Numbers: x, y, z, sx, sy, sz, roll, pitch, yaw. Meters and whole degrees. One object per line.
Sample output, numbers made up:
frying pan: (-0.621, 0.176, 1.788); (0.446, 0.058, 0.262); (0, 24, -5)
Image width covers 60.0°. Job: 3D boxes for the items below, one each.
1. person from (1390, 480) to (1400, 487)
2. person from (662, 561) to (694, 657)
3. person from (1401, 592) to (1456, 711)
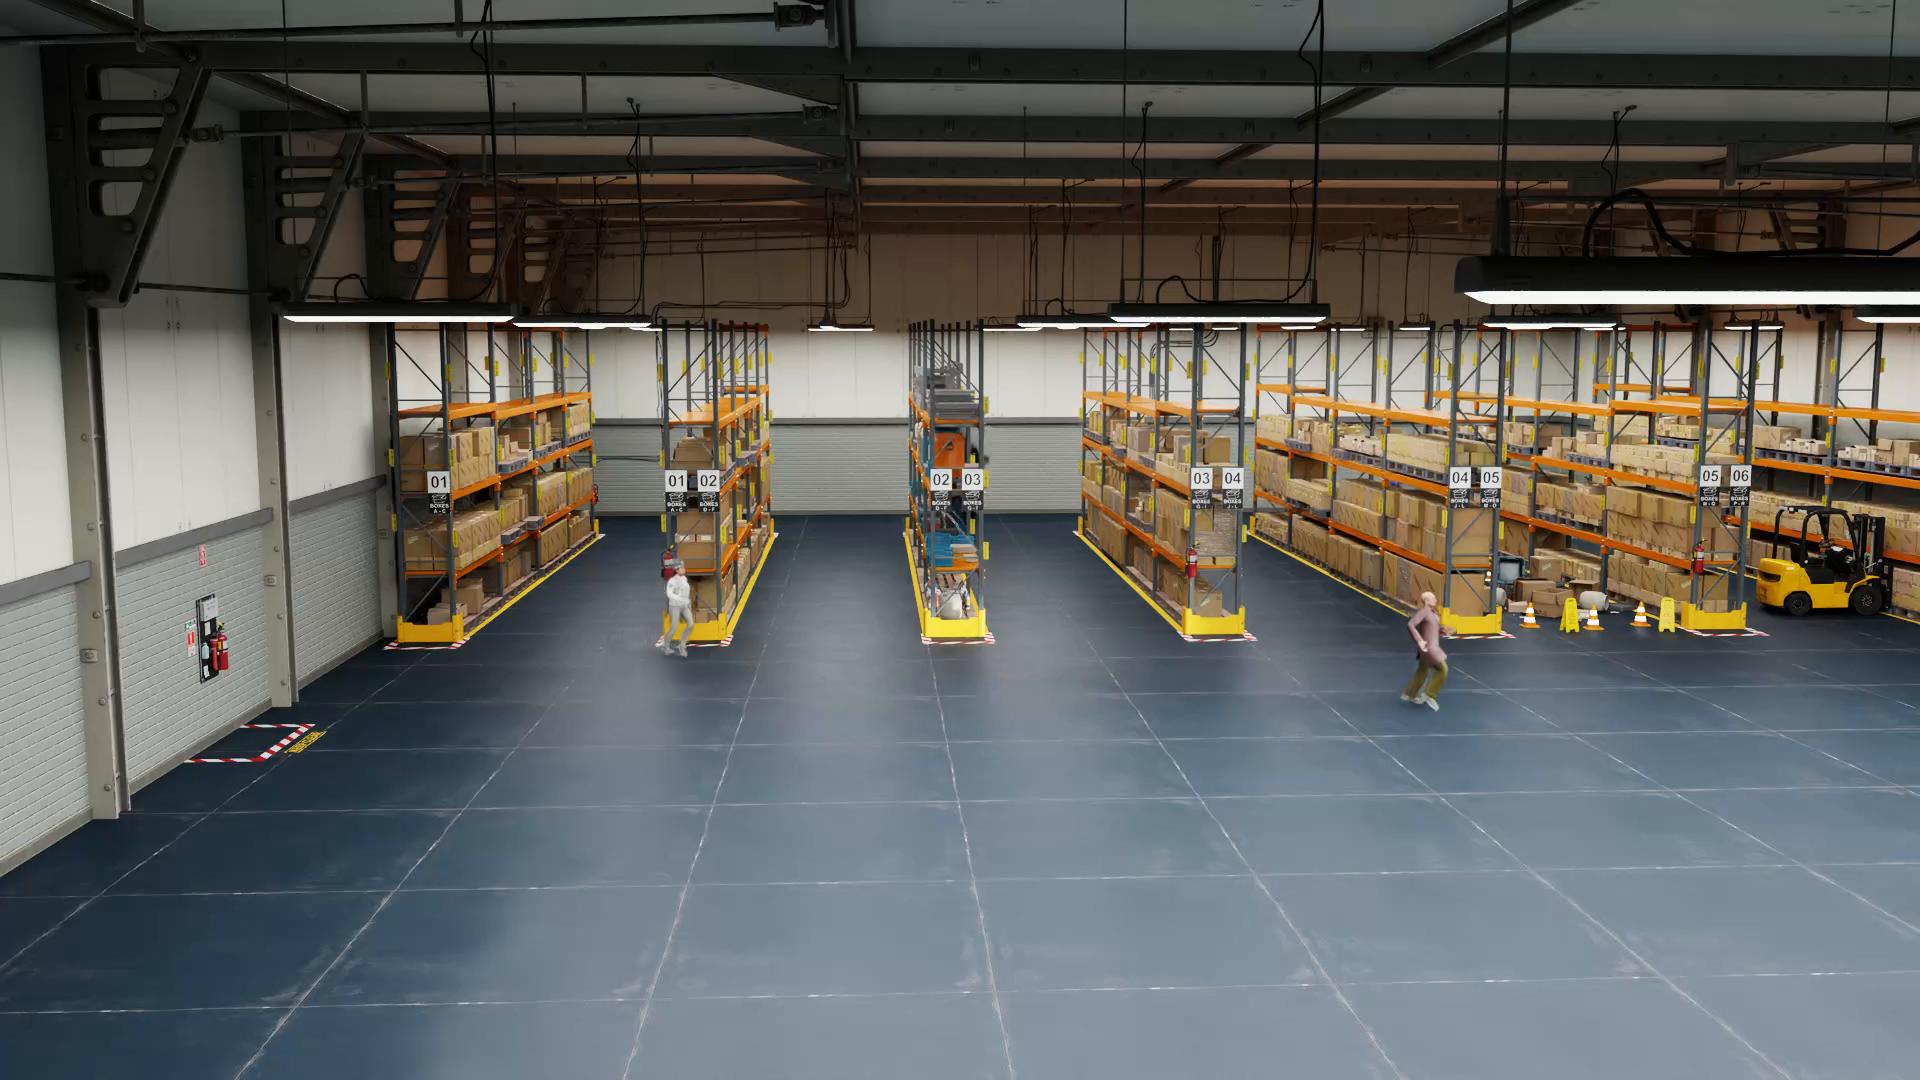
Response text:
person: (12.984, -1.194, 49.485); (0.725, 1.705, 0.576); (0, 7, 0)
person: (-5.028, 1.216, 29.810); (0.615, 1.696, 0.633); (5, 9, 38)
person: (7.191, 1.704, 25.517); (0.798, 1.823, 0.671); (2, 7, 19)
